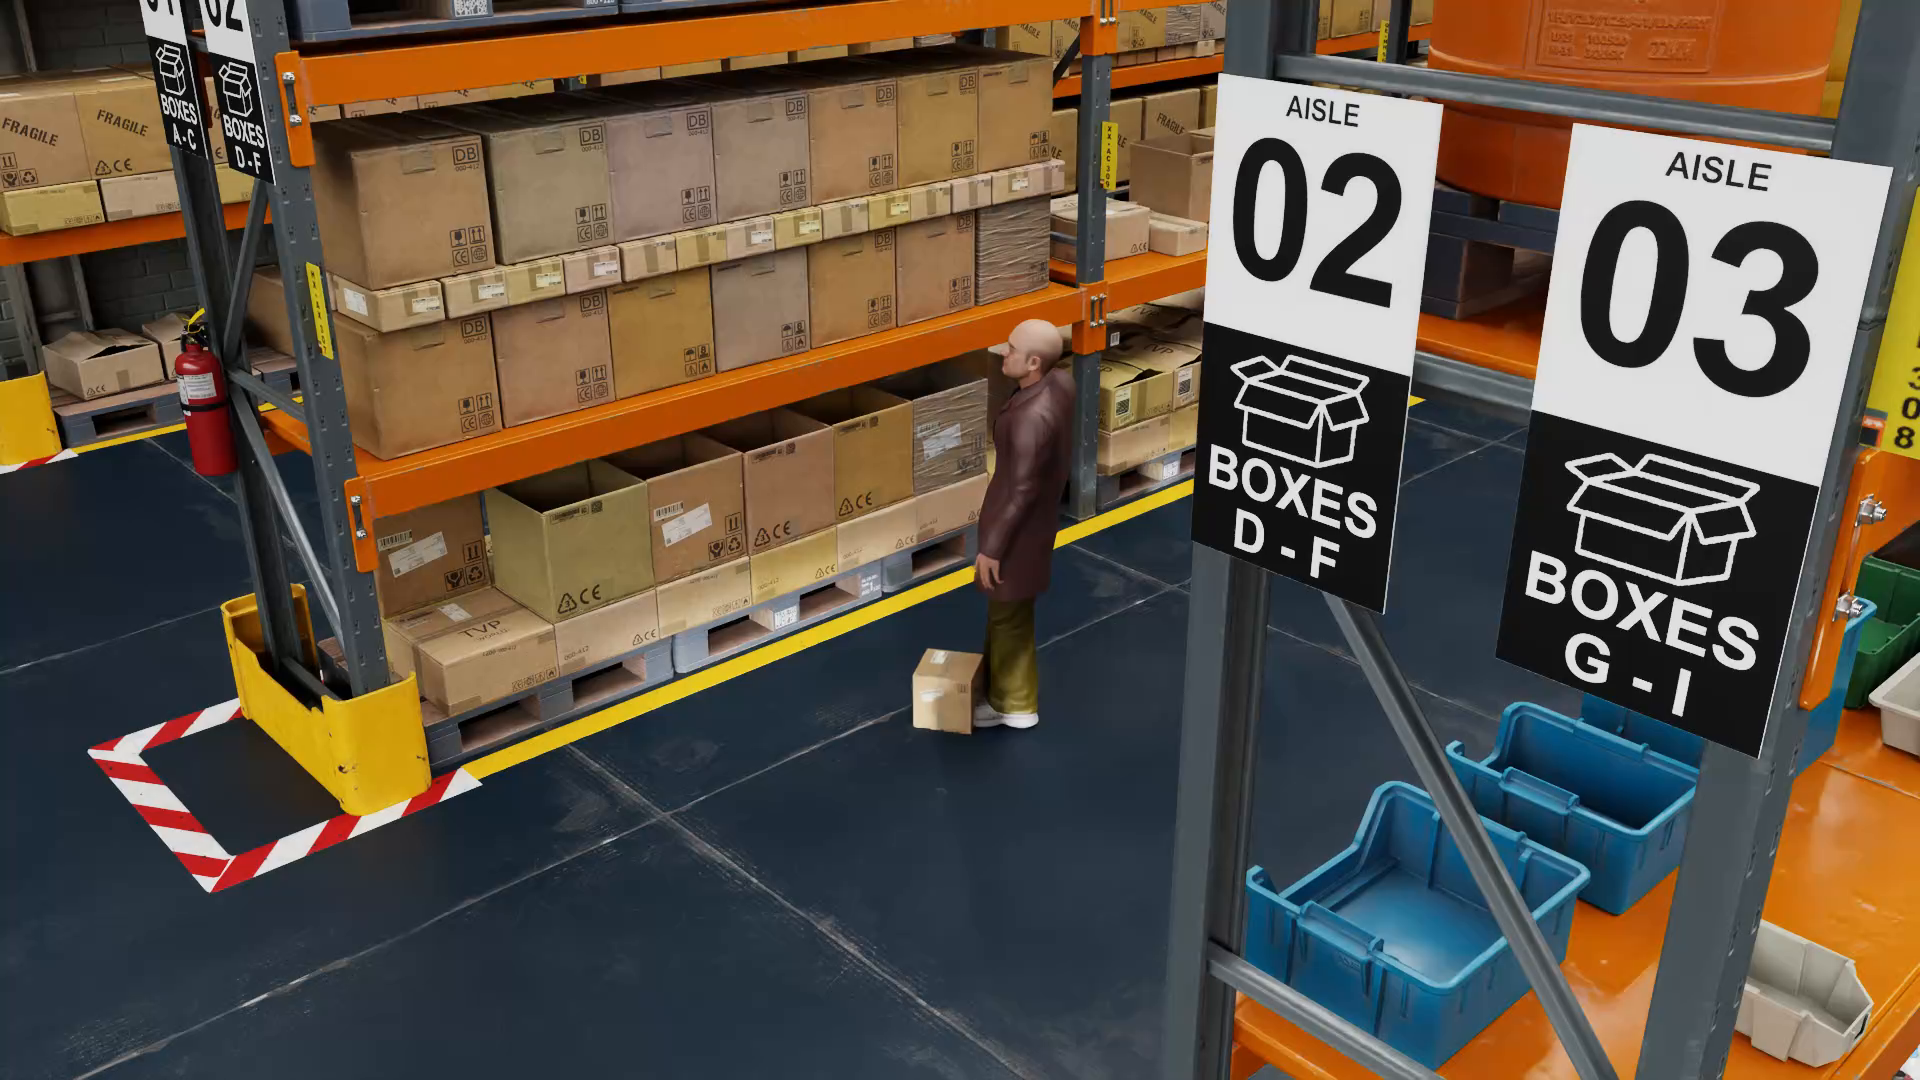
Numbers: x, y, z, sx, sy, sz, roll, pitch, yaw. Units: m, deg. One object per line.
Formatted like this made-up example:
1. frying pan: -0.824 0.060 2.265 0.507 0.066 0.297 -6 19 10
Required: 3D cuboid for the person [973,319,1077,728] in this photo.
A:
1. person: 0.145 -0.055 6.722 0.582 1.776 0.693 6 25 14
